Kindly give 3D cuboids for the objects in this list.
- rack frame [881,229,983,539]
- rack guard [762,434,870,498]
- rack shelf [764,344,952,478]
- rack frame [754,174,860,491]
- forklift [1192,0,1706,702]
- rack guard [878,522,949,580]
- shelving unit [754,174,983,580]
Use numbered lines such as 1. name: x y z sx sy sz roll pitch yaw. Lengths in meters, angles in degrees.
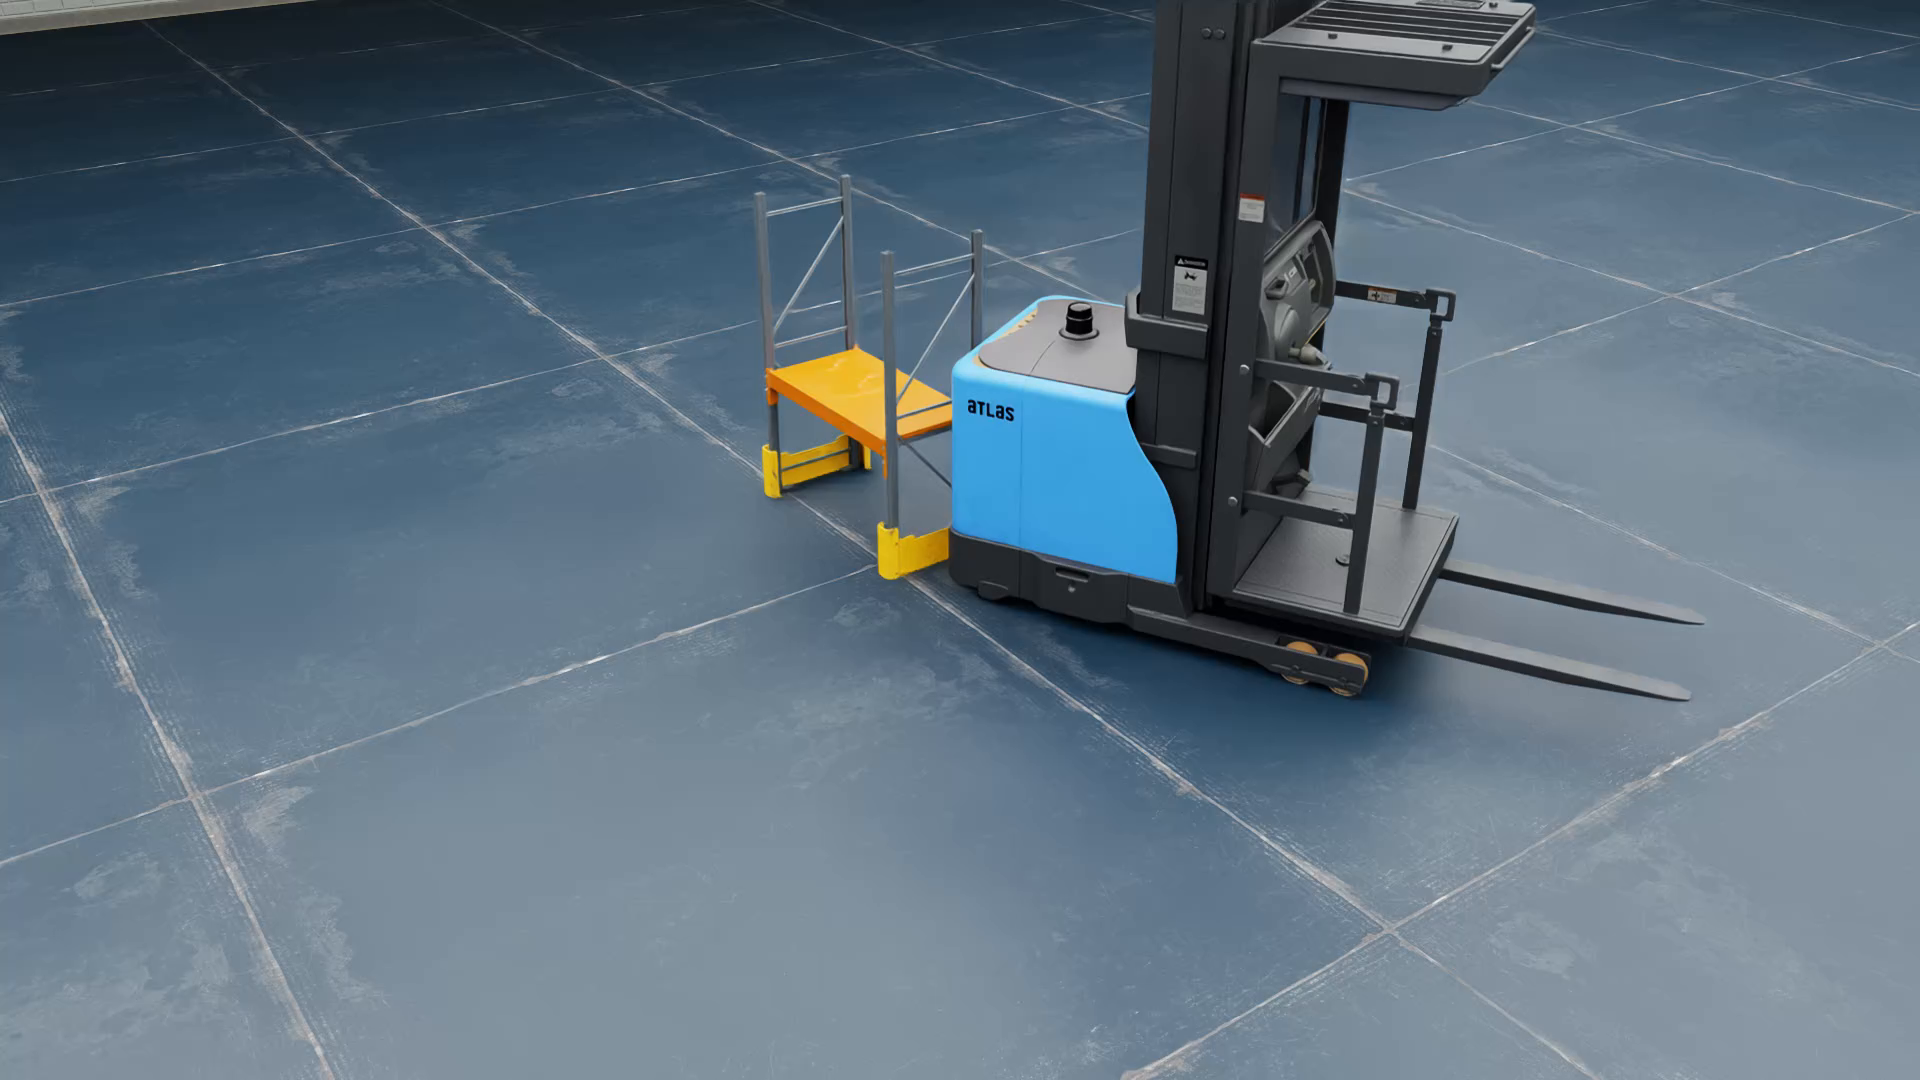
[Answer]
1. rack frame: -0.112 -0.577 7.241 0.500 1.500 0.032 -20 34 -32
2. rack guard: -0.707 -0.410 8.242 0.587 0.250 0.087 -20 34 -32
3. rack shelf: -0.415 -0.614 7.685 0.538 0.185 1.000 -20 34 -32
4. rack frame: -0.718 -0.966 7.958 0.500 1.500 0.032 -20 34 -32
5. forklift: 1.503 -0.957 6.440 3.031 2.935 1.121 13 31 23
6. rack guard: -0.112 -0.028 7.540 0.587 0.250 0.087 -20 34 -32
7. shelving unit: -0.410 -0.768 7.593 0.587 1.500 1.083 -20 34 -32
